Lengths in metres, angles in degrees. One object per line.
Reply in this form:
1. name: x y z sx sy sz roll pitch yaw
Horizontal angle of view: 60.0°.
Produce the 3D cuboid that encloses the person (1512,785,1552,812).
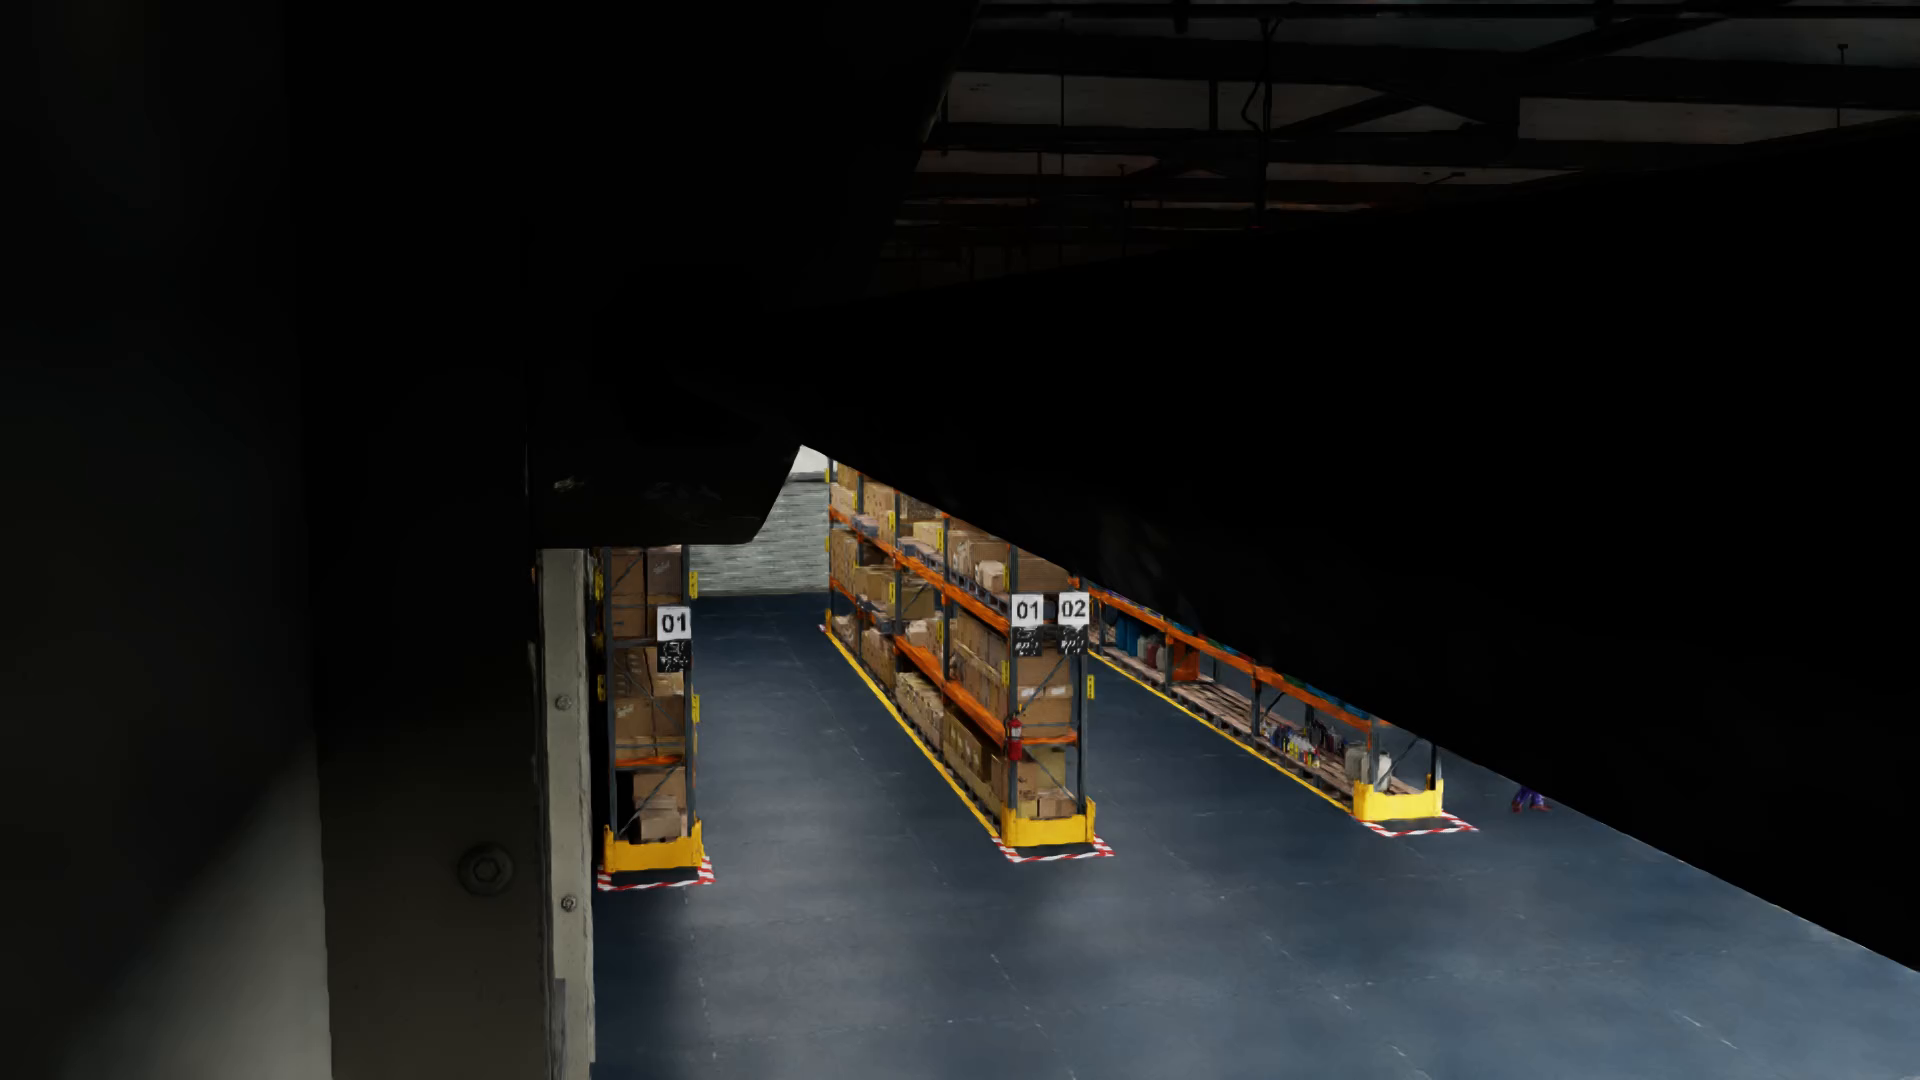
1. person: 7.762 2.869 22.415 0.519 1.640 0.680 4 8 33
